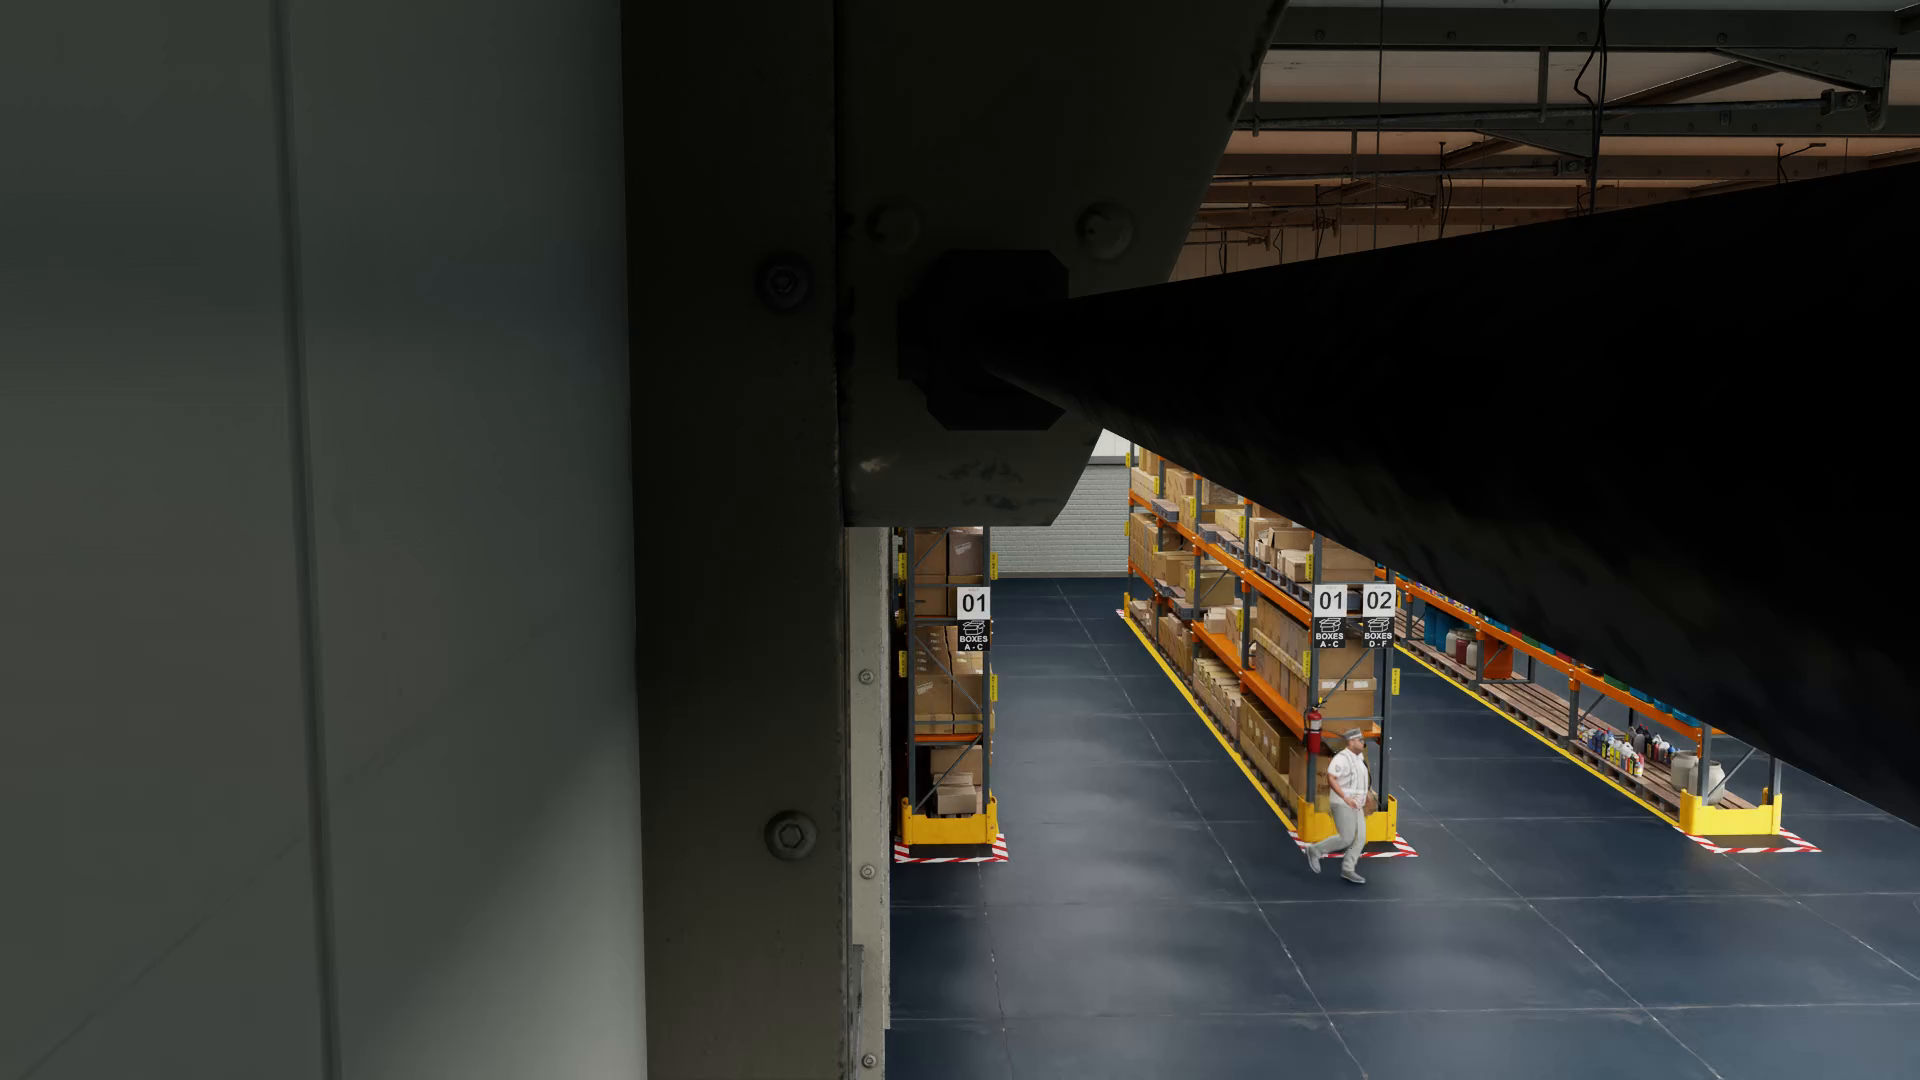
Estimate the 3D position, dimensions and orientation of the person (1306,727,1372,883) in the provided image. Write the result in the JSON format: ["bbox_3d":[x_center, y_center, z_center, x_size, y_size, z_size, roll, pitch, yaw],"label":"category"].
[{"bbox_3d":[4.464,3.026,19.243,0.707,1.722,0.738,6,9,37],"label":"person"}]
